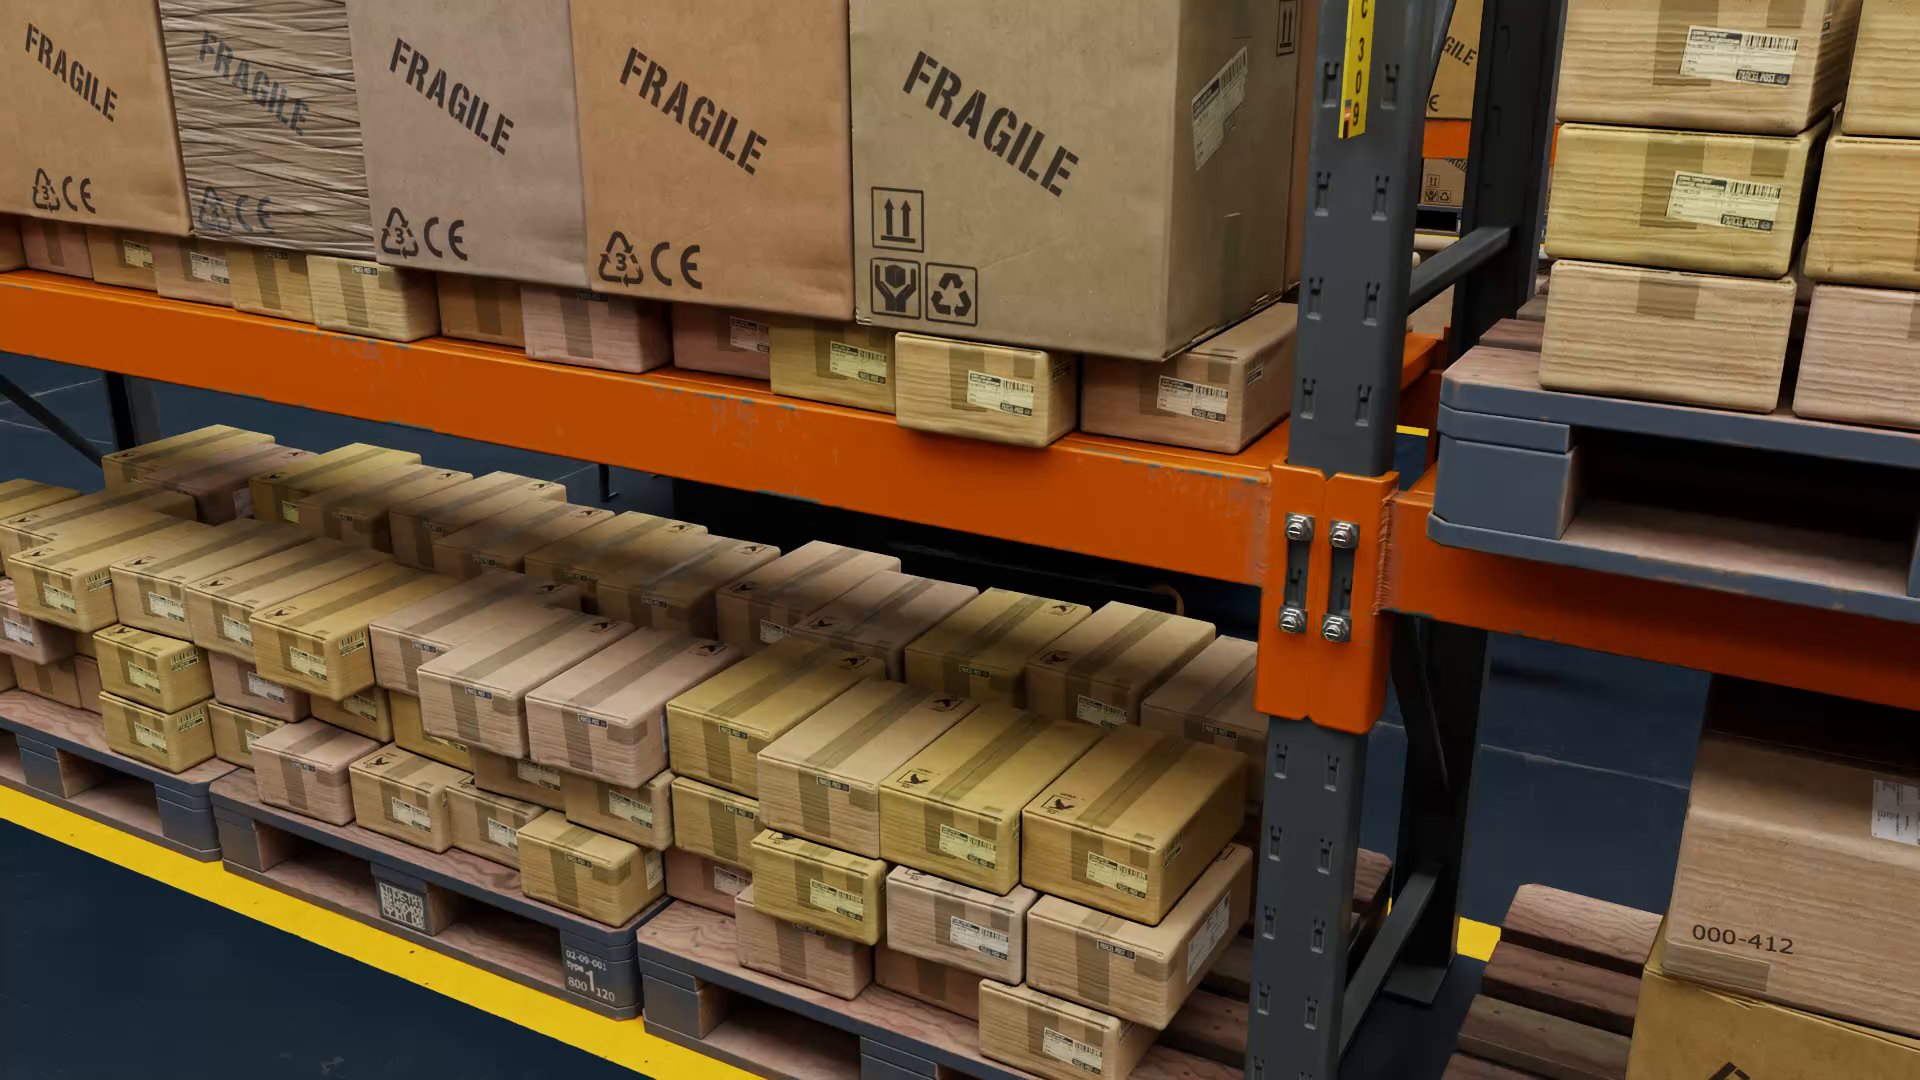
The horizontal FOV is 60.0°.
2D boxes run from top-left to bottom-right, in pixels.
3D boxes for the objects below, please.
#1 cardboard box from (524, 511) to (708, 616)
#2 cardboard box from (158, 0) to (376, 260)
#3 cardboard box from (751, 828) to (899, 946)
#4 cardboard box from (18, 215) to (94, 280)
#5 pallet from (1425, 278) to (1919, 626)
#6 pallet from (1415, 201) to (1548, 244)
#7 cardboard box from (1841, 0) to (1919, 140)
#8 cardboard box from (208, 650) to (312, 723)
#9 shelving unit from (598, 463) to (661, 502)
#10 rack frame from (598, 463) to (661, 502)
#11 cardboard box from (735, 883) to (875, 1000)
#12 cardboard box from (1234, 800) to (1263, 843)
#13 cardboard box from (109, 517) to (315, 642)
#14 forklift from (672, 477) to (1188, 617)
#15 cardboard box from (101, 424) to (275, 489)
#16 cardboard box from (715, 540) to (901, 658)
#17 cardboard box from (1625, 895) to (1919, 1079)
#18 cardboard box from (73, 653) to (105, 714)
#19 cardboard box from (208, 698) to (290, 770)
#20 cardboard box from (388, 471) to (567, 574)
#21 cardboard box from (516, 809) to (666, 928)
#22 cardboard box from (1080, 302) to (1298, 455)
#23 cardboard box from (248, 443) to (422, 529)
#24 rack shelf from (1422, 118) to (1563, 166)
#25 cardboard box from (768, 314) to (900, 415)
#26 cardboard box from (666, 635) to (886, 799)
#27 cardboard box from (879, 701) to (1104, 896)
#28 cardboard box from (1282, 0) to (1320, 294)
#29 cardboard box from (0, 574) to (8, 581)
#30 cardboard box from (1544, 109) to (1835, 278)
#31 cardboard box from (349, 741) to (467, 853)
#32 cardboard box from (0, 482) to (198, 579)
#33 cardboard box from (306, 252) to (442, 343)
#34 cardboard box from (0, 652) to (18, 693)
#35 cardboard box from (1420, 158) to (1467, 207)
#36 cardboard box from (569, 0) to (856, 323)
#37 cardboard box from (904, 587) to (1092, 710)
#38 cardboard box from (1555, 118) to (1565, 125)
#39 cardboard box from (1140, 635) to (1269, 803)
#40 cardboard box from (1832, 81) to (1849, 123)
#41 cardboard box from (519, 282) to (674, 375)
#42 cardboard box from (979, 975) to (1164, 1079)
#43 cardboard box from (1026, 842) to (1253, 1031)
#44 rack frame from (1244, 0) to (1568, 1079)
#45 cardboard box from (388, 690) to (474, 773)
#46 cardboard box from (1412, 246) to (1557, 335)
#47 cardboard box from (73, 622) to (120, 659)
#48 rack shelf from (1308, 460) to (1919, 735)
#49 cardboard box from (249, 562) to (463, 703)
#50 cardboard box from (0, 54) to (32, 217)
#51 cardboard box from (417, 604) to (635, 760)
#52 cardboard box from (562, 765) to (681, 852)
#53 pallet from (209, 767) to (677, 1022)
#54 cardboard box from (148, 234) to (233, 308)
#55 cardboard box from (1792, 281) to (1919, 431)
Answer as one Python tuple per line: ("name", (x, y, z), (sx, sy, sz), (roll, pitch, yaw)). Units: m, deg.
("cardboard box", (-0.811, 0.071, 3.963), (0.250, 0.149, 0.380), (11, 23, 28))
("cardboard box", (-1.145, -0.851, 3.230), (0.500, 0.500, 0.500), (10, 22, 26))
("cardboard box", (-0.174, 0.559, 3.054), (0.250, 0.149, 0.380), (10, 22, 25))
("cardboard box", (-1.884, -0.708, 3.788), (0.250, 0.149, 0.380), (12, 23, 30))
("pallet", (1.337, -0.145, 2.148), (1.213, 0.211, 1.003), (11, 23, 27))
("pallet", (3.816, -2.381, 12.119), (1.213, 0.211, 1.003), (11, 23, 27))
("cardboard box", (1.107, -0.518, 1.774), (0.250, 0.149, 0.380), (11, 23, 29))
("cardboard box", (-1.502, 0.263, 3.870), (0.250, 0.149, 0.380), (10, 22, 25))
("shelving unit", (-1.039, -1.156, 5.973), (0.503, 2.100, 0.431), (9, 22, 24))
("rack frame", (-1.259, -1.192, 6.073), (0.015, 2.100, 0.400), (9, 22, 24))
("cardboard box", (-0.216, 0.680, 3.156), (0.250, 0.149, 0.380), (10, 22, 26))
("cardboard box", (0.580, 0.442, 3.378), (0.250, 0.149, 0.380), (12, 23, 30))
("cardboard box", (-1.746, 0.087, 3.919), (0.250, 0.149, 0.380), (10, 22, 25))
("forklift", (0.561, -1.285, 5.110), (3.031, 2.935, 1.130), (9, 22, 24))
("cardboard box", (-2.166, -0.195, 4.697), (0.250, 0.149, 0.380), (11, 23, 28))
("cardboard box", (-0.337, 0.144, 3.761), (0.250, 0.149, 0.380), (11, 23, 28))
("cardboard box", (1.256, 0.774, 2.383), (0.500, 0.500, 0.500), (12, 23, 29))
("cardboard box", (-1.962, 0.313, 4.169), (0.250, 0.149, 0.380), (11, 23, 28))
("cardboard box", (-1.523, 0.402, 3.923), (0.250, 0.149, 0.380), (11, 23, 27))
("cardboard box", (-1.230, -0.041, 4.272), (0.250, 0.149, 0.380), (12, 23, 29))
("cardboard box", (-0.672, 0.601, 3.374), (0.250, 0.149, 0.380), (11, 23, 27))
("cardboard box", (0.377, -0.265, 2.567), (0.250, 0.149, 0.380), (11, 22, 27))
("cardboard box", (-1.686, -0.131, 4.520), (0.250, 0.149, 0.380), (10, 22, 26))
("rack shelf", (1.320, -1.891, 7.733), (4.000, 0.370, 1.077), (11, 23, 27))
("cardboard box", (-0.105, -0.338, 2.767), (0.250, 0.149, 0.380), (12, 23, 29))
("cardboard box", (-0.349, 0.339, 3.223), (0.250, 0.149, 0.380), (12, 23, 29))
("cardboard box", (0.060, 0.445, 2.932), (0.250, 0.149, 0.380), (11, 23, 28))
("cardboard box", (0.431, -0.750, 2.951), (0.500, 0.500, 0.500), (10, 22, 26))
("cardboard box", (-2.419, 0.096, 4.332), (0.250, 0.149, 0.380), (12, 23, 30))
("cardboard box", (0.860, -0.422, 1.947), (0.250, 0.149, 0.380), (11, 23, 28))
("cardboard box", (-1.093, 0.507, 3.632), (0.250, 0.149, 0.380), (11, 23, 27))
("cardboard box", (-2.161, -0.010, 4.185), (0.250, 0.149, 0.380), (11, 23, 28))
("cardboard box", (-1.023, -0.504, 3.224), (0.250, 0.149, 0.380), (11, 23, 28))
("cardboard box", (-2.450, 0.254, 4.330), (0.250, 0.149, 0.380), (11, 23, 28))
("cardboard box", (3.620, -2.661, 11.851), (0.500, 0.500, 0.500), (11, 23, 28))
("cardboard box", (-0.272, -0.676, 2.746), (0.500, 0.500, 0.500), (10, 22, 26))
("cardboard box", (0.084, 0.248, 3.476), (0.250, 0.149, 0.380), (10, 22, 27))
("cardboard box", (2.537, -1.944, 6.680), (0.500, 0.500, 0.500), (11, 23, 28))
("cardboard box", (0.541, 0.338, 3.226), (0.250, 0.149, 0.380), (12, 23, 29))
("cardboard box", (1.184, -0.618, 2.485), (0.250, 0.149, 0.380), (12, 23, 29))
("cardboard box", (-0.570, -0.425, 3.005), (0.250, 0.149, 0.380), (10, 22, 25))
("cardboard box", (0.232, 0.773, 2.900), (0.250, 0.149, 0.380), (11, 23, 28))
("cardboard box", (0.310, 0.639, 2.832), (0.250, 0.149, 0.380), (11, 23, 28))
("rack frame", (0.740, -0.406, 2.585), (0.127, 3.000, 1.000), (11, 23, 27))
("cardboard box", (-1.014, 0.344, 3.647), (0.250, 0.149, 0.380), (12, 23, 30))
("cardboard box", (2.571, -1.026, 7.435), (0.875, 0.438, 0.875), (10, 22, 27))
("cardboard box", (-1.951, 0.172, 4.120), (0.250, 0.149, 0.380), (11, 23, 28))
("rack shelf", (2.487, 0.265, 1.791), (4.000, 0.370, 1.077), (11, 23, 27))
("cardboard box", (-1.301, 0.193, 3.626), (0.250, 0.149, 0.380), (11, 23, 28))
("cardboard box", (-2.015, -1.019, 3.694), (0.500, 0.500, 0.500), (11, 23, 27))
("cardboard box", (-0.872, 0.281, 3.385), (0.250, 0.149, 0.380), (10, 22, 25))
("cardboard box", (-0.578, 0.451, 3.351), (0.250, 0.149, 0.380), (11, 23, 29))
("pallet", (-0.932, 0.601, 3.898), (1.213, 0.211, 1.003), (11, 23, 27))
("cardboard box", (-1.458, -0.607, 3.507), (0.250, 0.149, 0.380), (10, 22, 26))
("cardboard box", (1.105, -0.238, 1.876), (0.250, 0.149, 0.380), (11, 23, 28))
